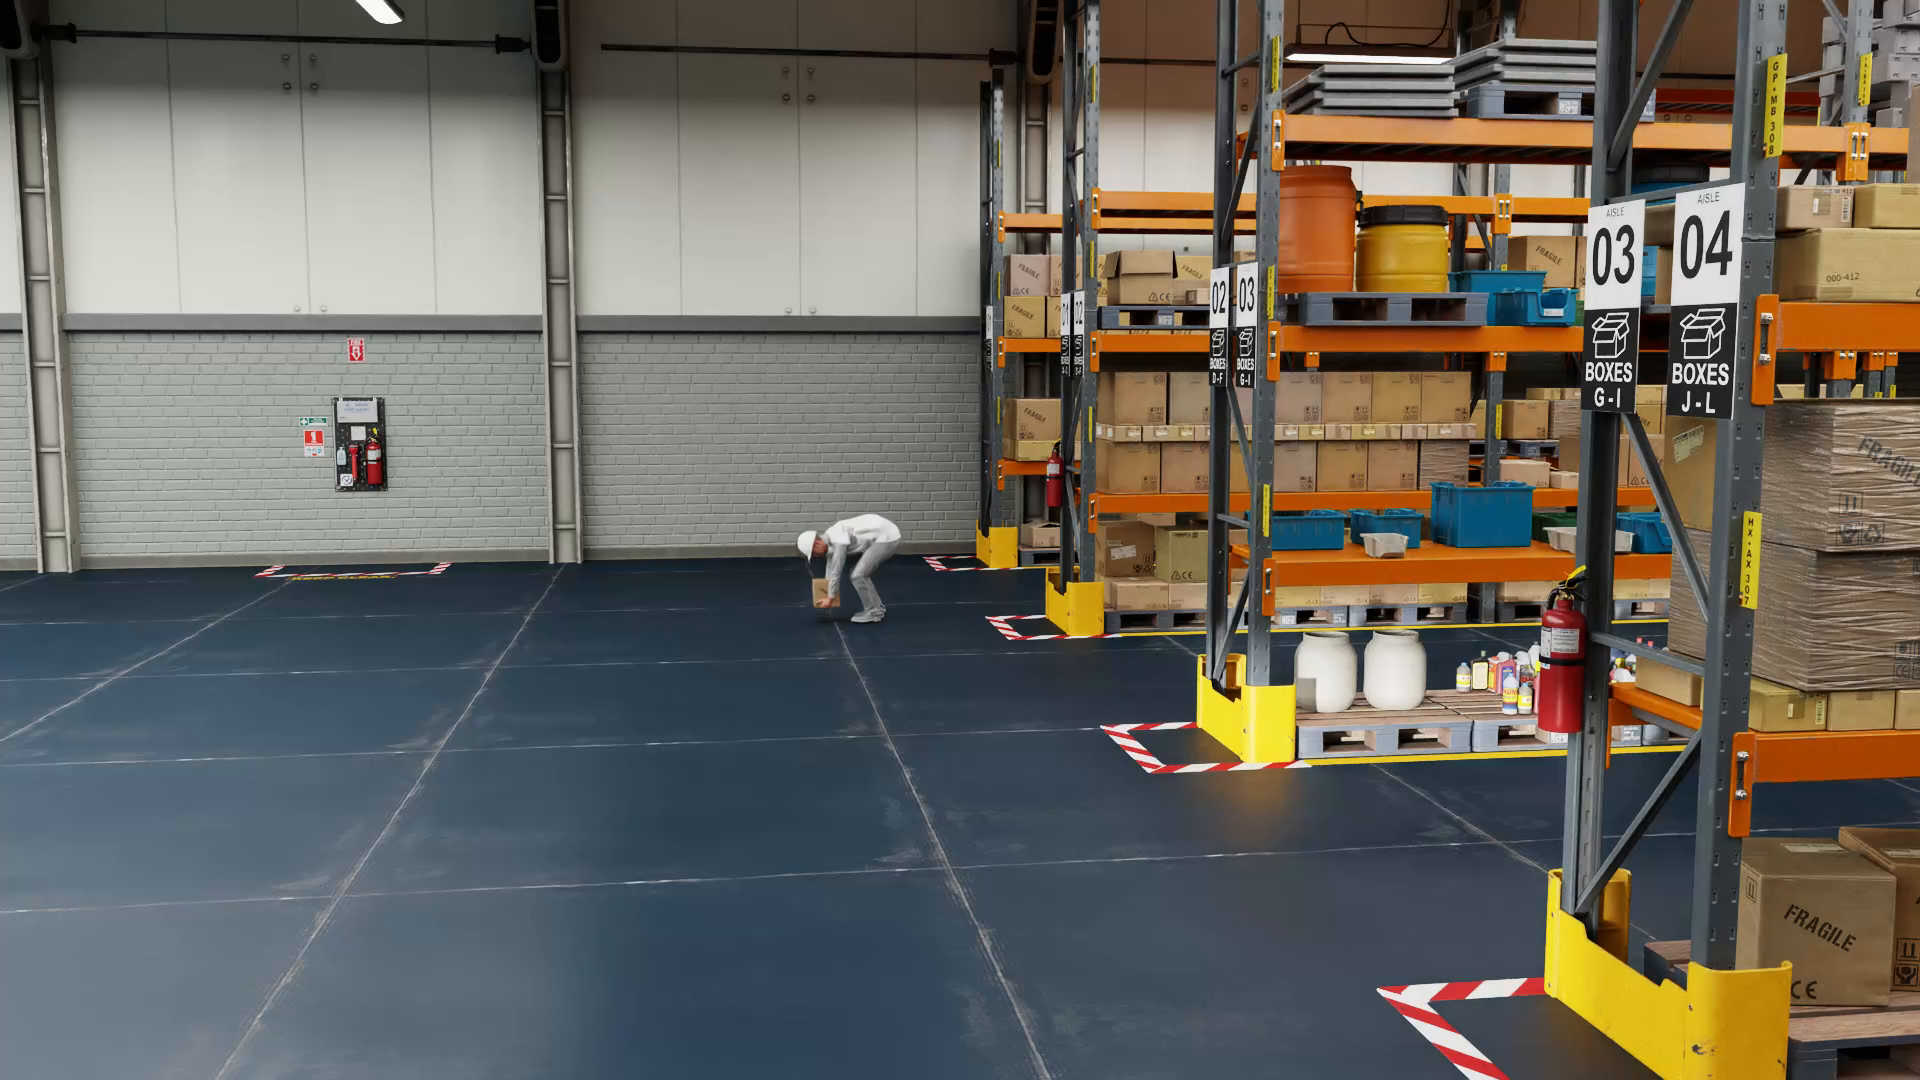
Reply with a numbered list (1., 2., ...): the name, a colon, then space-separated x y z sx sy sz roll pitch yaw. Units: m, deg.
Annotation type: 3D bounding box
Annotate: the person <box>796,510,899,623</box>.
1. person: -1.106 0.255 16.337 1.012 1.100 0.467 -1 7 -11
